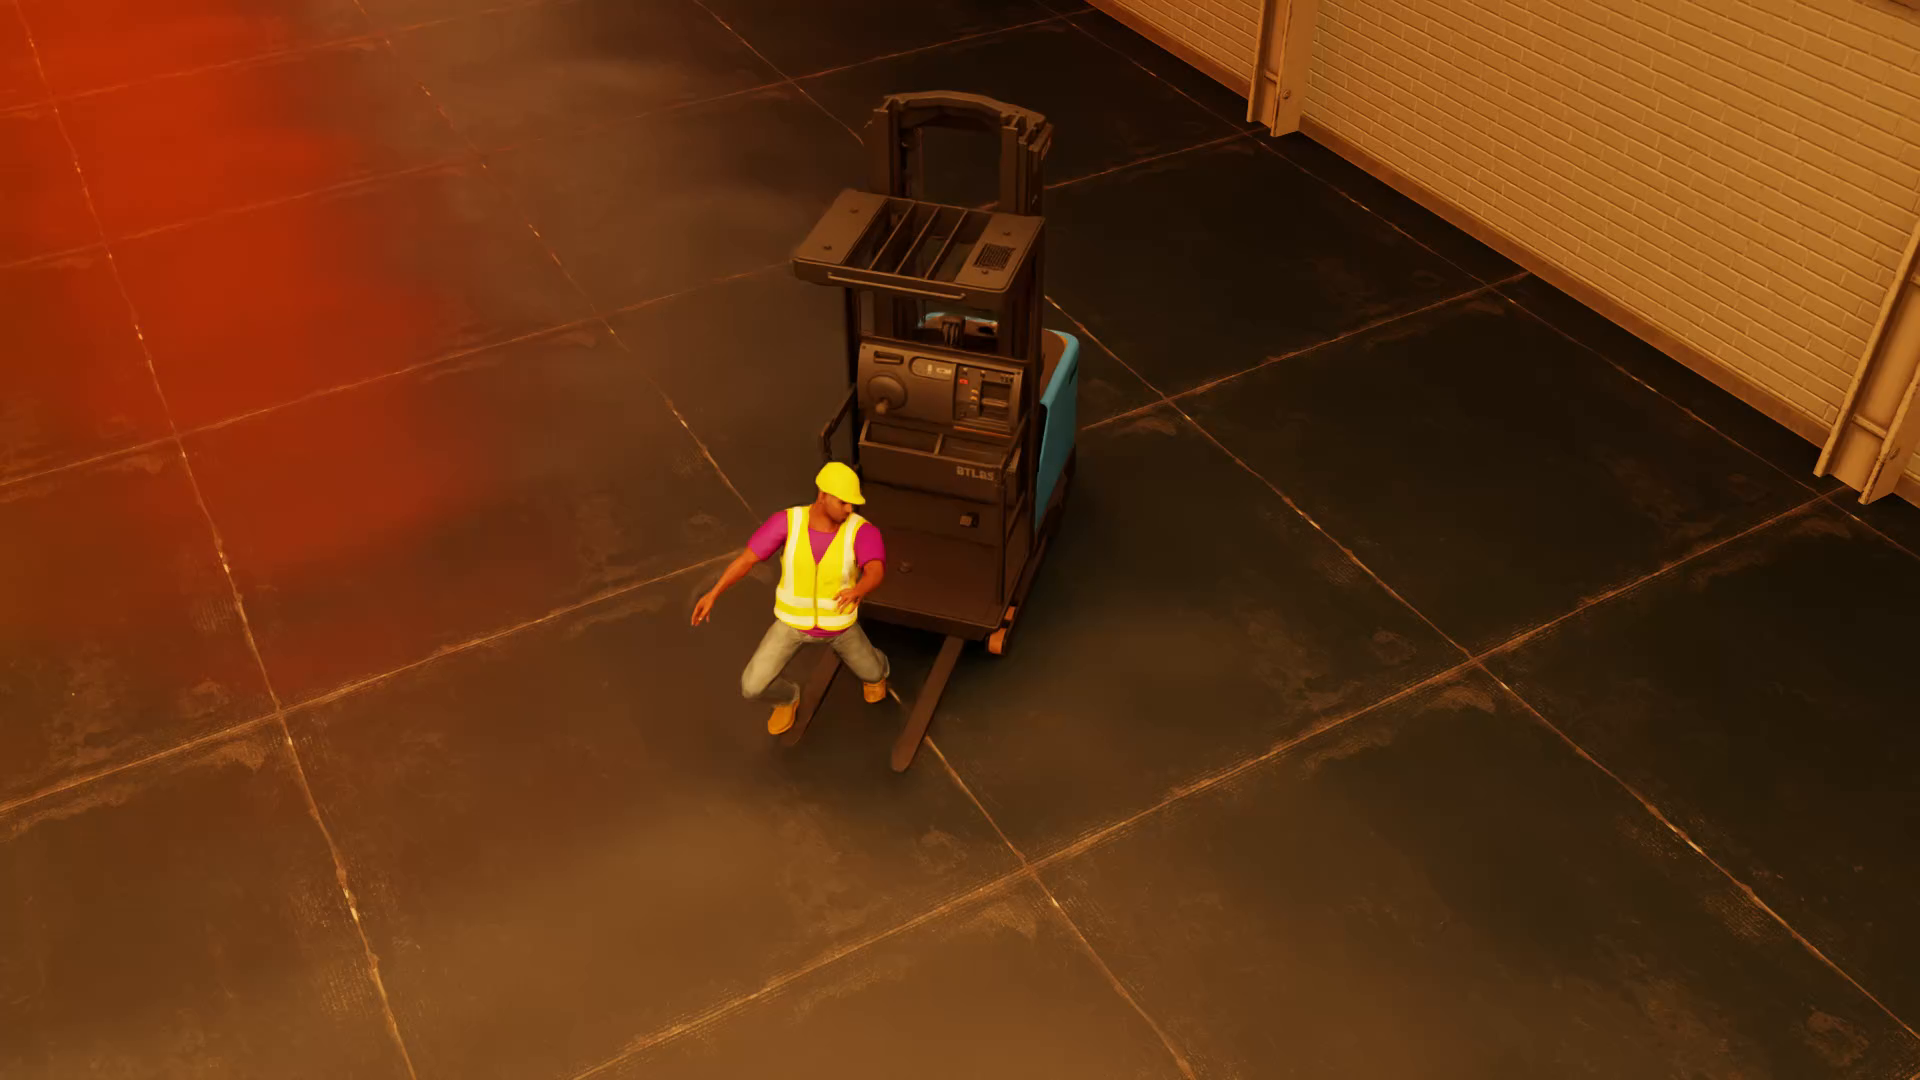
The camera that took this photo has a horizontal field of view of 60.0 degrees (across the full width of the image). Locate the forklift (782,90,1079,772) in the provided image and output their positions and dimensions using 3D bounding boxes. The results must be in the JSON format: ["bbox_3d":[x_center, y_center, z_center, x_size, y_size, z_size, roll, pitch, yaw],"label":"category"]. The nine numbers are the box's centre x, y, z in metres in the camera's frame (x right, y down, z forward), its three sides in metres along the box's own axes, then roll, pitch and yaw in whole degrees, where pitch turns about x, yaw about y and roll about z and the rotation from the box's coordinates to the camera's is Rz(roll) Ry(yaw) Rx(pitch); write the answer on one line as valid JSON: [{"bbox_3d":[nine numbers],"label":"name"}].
[{"bbox_3d":[-0.173,-0.754,8.945,1.130,2.935,3.031,11,41,13],"label":"forklift"}]

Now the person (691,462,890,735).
[{"bbox_3d":[-0.855,0.448,8.518,1.016,1.605,0.901,-5,40,-6],"label":"person"}]
